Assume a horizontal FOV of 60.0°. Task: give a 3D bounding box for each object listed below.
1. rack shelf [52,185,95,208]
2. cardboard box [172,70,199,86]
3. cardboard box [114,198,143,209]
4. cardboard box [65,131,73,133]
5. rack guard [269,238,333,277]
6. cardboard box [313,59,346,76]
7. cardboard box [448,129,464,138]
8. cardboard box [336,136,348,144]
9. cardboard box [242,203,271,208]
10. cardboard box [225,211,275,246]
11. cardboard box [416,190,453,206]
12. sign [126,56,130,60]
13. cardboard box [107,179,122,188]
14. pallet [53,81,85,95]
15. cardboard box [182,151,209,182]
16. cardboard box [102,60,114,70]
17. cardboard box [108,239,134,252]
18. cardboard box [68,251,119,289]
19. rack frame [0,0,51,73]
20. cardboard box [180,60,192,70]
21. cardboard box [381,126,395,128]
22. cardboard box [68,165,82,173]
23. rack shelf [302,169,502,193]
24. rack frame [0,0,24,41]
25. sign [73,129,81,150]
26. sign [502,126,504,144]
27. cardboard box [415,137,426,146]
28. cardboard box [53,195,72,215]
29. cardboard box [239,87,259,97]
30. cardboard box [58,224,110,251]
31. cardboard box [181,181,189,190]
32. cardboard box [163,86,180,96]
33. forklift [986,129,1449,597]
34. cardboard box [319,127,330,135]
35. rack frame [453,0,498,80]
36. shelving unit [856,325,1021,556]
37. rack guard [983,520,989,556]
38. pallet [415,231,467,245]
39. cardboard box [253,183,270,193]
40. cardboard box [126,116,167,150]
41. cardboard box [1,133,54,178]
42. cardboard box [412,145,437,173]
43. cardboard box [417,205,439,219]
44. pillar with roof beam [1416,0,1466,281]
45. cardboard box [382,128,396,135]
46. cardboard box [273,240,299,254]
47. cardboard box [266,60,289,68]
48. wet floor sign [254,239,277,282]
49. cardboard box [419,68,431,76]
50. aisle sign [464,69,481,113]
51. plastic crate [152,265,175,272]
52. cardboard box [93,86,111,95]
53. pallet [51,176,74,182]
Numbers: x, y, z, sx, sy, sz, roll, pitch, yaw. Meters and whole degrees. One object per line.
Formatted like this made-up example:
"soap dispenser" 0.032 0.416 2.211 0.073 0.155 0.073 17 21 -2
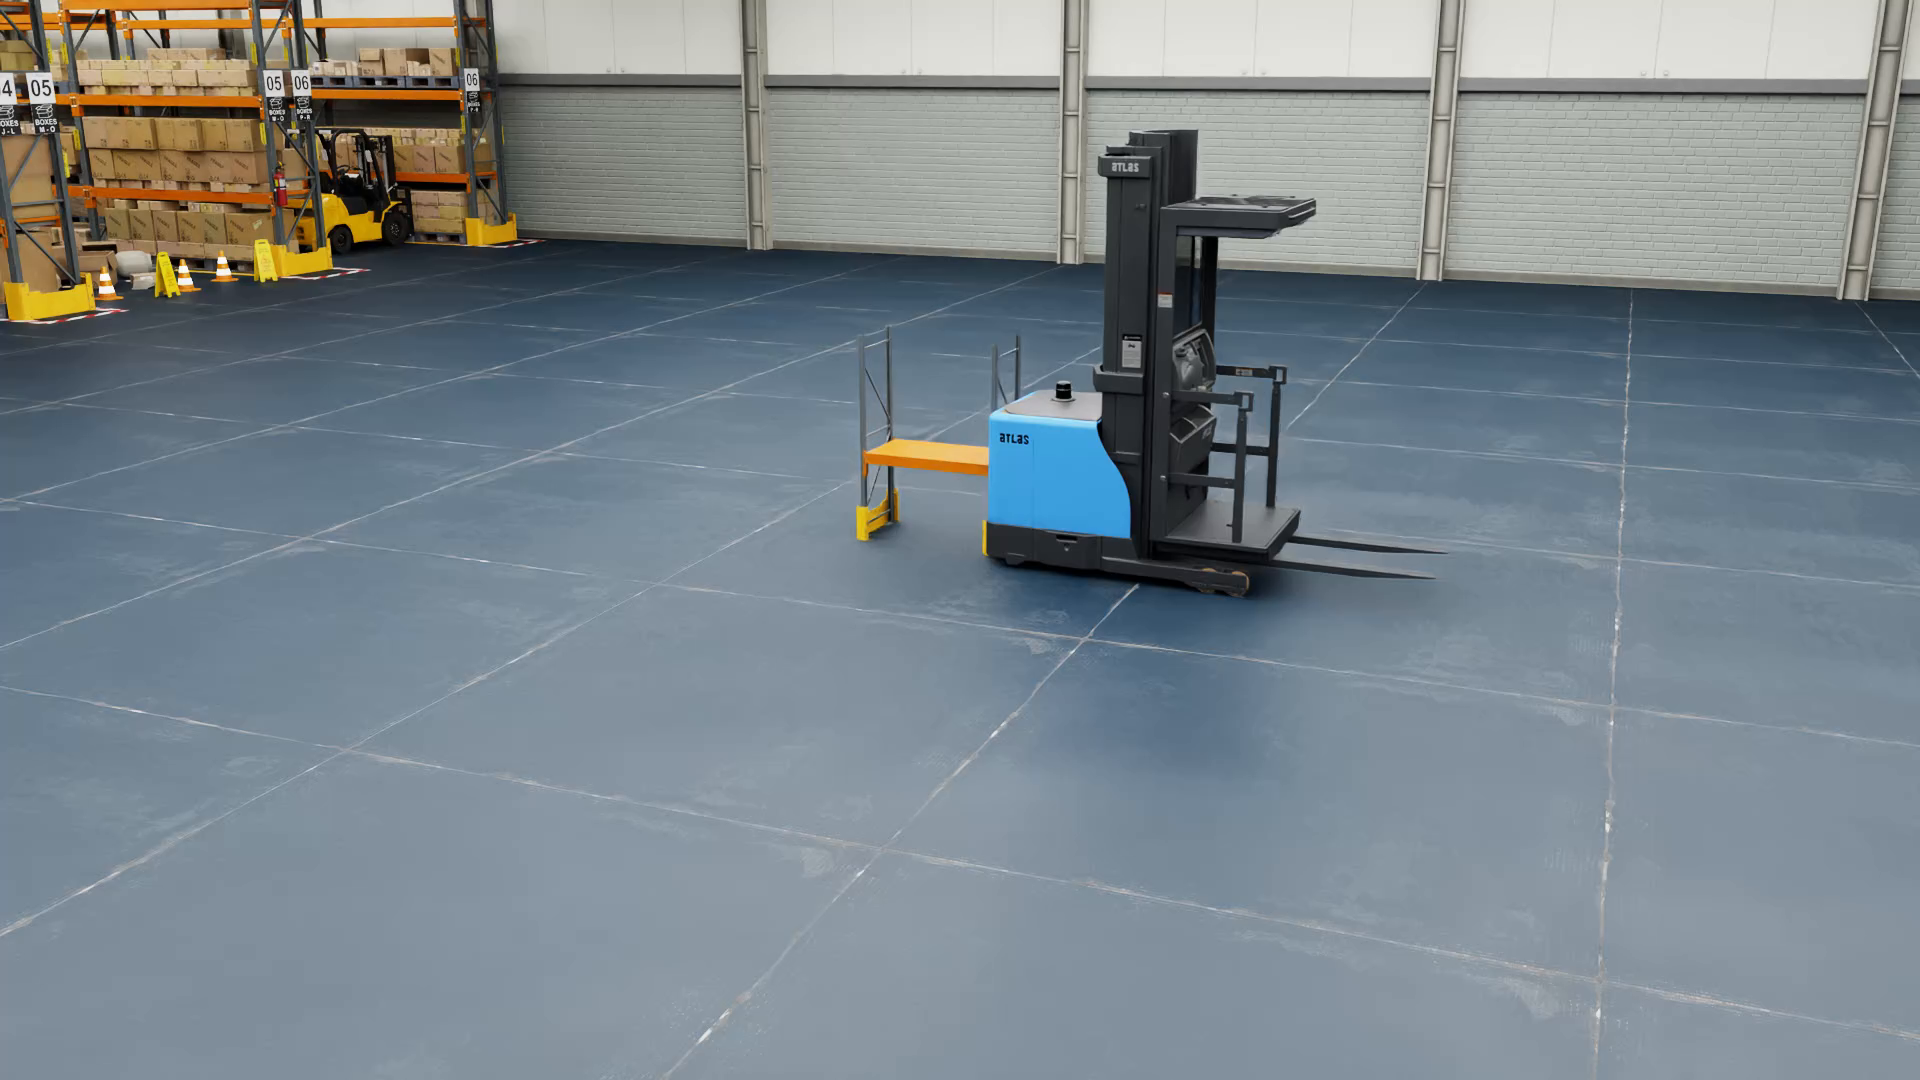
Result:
"rack shelf" -16.346 -6.108 29.122 4.000 0.370 1.077 6 17 21
"cardboard box" -12.291 -7.437 26.765 0.500 0.250 0.500 7 18 22
"cardboard box" -13.941 -5.643 27.900 0.250 0.149 0.380 7 17 21
"cardboard box" -15.282 -6.814 28.800 0.500 0.500 0.500 6 17 21
"rack guard" -10.835 -4.647 27.283 0.348 0.500 1.175 6 17 21
"cardboard box" -11.983 -9.035 31.763 0.500 0.311 0.500 7 17 22
"cardboard box" -9.357 -7.611 31.135 0.250 0.149 0.380 6 17 21
"cardboard box" -11.771 -7.705 31.991 0.250 0.149 0.380 7 17 22
"cardboard box" -13.876 -6.729 33.479 0.625 0.625 0.875 6 17 20
"cardboard box" -11.605 -5.095 27.177 0.500 0.500 0.500 6 17 21
"cardboard box" -9.966 -6.505 31.587 0.500 0.250 0.500 7 17 22
"sign" -16.590 -9.494 33.188 0.005 0.325 0.100 6 17 21
"cardboard box" -14.056 -6.000 27.912 0.250 0.149 0.380 7 18 22
"pallet" -15.021 -7.690 28.237 1.003 0.211 1.213 6 17 21
"cardboard box" -12.299 -6.119 27.157 0.500 0.500 0.500 6 17 20
"cardboard box" -13.817 -7.786 27.253 0.250 0.149 0.380 6 17 19
"cardboard box" -14.036 -4.999 28.192 0.500 0.250 0.500 5 17 18
"cardboard box" -13.327 -4.163 25.612 0.637 0.503 0.797 -5 17 -18
"rack frame" -12.487 -7.426 21.613 0.127 3.000 1.000 6 17 21
"cardboard box" -12.333 -7.658 26.811 0.250 0.149 0.380 6 17 19
"cardboard box" -11.080 -7.945 32.284 0.250 0.149 0.380 6 17 20
"cardboard box" -15.065 -6.310 28.228 0.250 0.149 0.380 7 17 21
"rack shelf" -10.807 -6.986 32.148 4.000 0.370 1.077 6 17 21
"rack frame" -20.110 -11.236 34.735 0.127 3.000 1.000 6 17 21
"sign" -14.686 -6.660 27.658 0.005 0.325 0.100 6 17 21
"sign" -8.737 -7.724 31.705 0.005 0.325 0.100 6 17 21
"cardboard box" -10.066 -7.538 31.418 0.250 0.149 0.380 6 17 20
"cardboard box" -18.781 -7.144 35.131 0.500 0.500 0.500 6 17 19
"cardboard box" -11.199 -7.123 26.400 0.250 0.149 0.380 6 17 21
"cardboard box" -14.974 -5.241 28.807 0.625 0.372 0.950 7 17 21
"cardboard box" -12.606 -5.863 27.439 0.250 0.149 0.380 6 17 21
"cardboard box" -12.644 -7.269 26.901 0.250 0.149 0.380 6 17 20
"forklift" 1.748 -1.202 11.057 3.031 2.935 1.130 7 17 22
"cardboard box" -12.197 -7.930 32.234 0.250 0.149 0.380 7 17 21
"rack frame" -8.947 -10.008 30.507 0.127 3.000 1.000 6 17 21
"shelving unit" -0.151 -0.739 12.030 1.083 1.500 0.587 7 17 22
"rack guard" 0.308 -0.085 12.019 0.087 0.250 0.587 7 17 22
"pallet" -9.673 -5.855 31.964 1.213 0.211 1.003 6 17 21
"cardboard box" -11.191 -5.701 26.883 0.250 0.149 0.380 7 18 22
"cardboard box" -13.231 -6.702 27.373 0.500 0.500 0.700 6 17 19
"cardboard box" -12.818 -5.184 22.443 0.550 0.550 0.875 6 17 21
"cardboard box" -9.980 -7.213 31.459 0.500 0.500 0.500 7 18 22
"cardboard box" -9.977 -6.271 31.677 0.500 0.250 0.500 6 17 20
"pillar with roof beam" 5.901 -7.355 21.369 0.400 9.000 9.100 6 17 21
"cardboard box" -10.786 -7.767 31.670 0.250 0.149 0.380 7 17 21
"cardboard box" -11.413 -4.875 27.763 0.500 0.250 0.500 6 17 20
"cardboard box" -11.020 -7.631 26.720 0.250 0.149 0.380 6 17 20
"wet floor sign" -10.980 -4.412 26.213 0.232 0.644 0.267 14 21 40
"cardboard box" -9.829 -8.703 30.908 0.250 0.149 0.380 6 17 19
"aisle sign" -8.993 -8.293 30.695 0.004 0.787 0.394 6 17 21
"plastic crate" -13.326 -4.473 27.438 0.583 0.080 0.402 0 16 1
"cardboard box" -14.063 -7.431 27.460 0.250 0.149 0.380 6 17 21
"pallet" -16.350 -6.374 29.092 1.213 0.211 1.003 6 17 21
